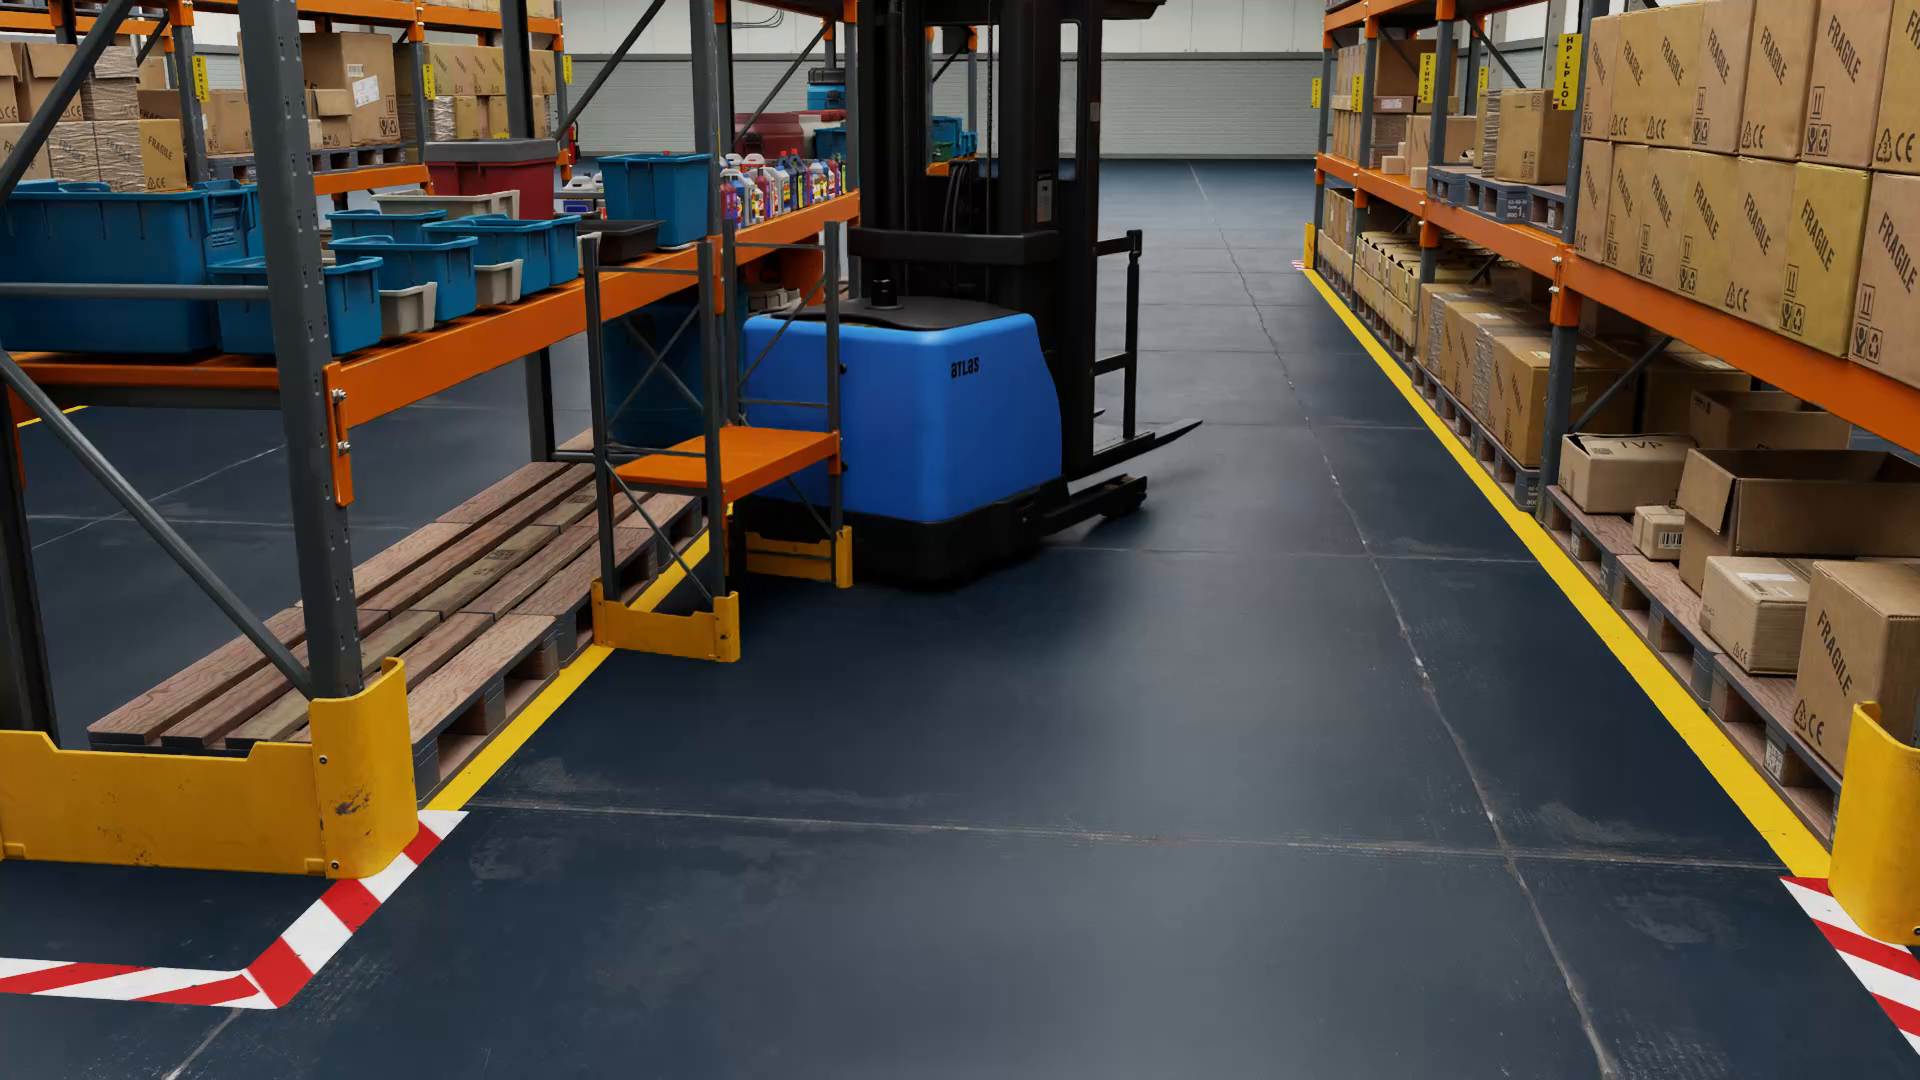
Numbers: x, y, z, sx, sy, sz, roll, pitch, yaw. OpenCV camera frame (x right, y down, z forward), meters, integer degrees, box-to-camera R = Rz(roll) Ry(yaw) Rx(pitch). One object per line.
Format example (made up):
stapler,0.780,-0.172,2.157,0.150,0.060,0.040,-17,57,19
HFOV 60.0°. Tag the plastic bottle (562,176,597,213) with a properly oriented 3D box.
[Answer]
plastic bottle,-1.938,-1.712,8.483,0.152,0.276,0.135,2,15,6

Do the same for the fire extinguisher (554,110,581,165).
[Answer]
fire extinguisher,-4.757,-4.897,20.173,0.296,0.674,0.183,2,15,6

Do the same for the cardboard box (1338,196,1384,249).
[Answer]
cardboard box,4.119,-3.211,16.817,0.500,0.500,0.500,2,15,6

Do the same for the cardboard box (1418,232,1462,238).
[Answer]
cardboard box,4.402,-2.620,14.995,0.500,0.311,0.500,2,15,6

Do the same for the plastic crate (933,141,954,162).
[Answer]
plastic crate,-0.325,-3.976,17.026,0.450,0.188,0.662,2,15,6

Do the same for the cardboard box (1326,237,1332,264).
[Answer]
cardboard box,4.223,-3.109,17.875,0.500,0.250,0.500,2,15,6

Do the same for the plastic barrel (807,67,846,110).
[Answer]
plastic barrel,-1.103,-3.885,15.324,0.600,0.901,0.708,2,15,6

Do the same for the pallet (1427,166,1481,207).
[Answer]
pallet,3.705,-2.280,10.715,1.213,0.211,1.003,2,15,6

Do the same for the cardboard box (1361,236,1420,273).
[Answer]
cardboard box,3.807,-2.504,14.566,0.500,0.311,0.500,2,15,6

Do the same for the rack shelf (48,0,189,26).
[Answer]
rack shelf,-6.357,-3.425,10.214,1.077,0.370,4.000,2,15,6

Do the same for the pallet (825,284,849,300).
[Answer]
pallet,-0.808,-2.184,15.334,1.003,0.211,1.213,2,15,6

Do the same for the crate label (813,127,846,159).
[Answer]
crate label,-0.829,-2.964,12.810,0.502,0.435,0.616,2,15,6

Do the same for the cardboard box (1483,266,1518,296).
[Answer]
cardboard box,4.063,-1.824,12.049,0.500,0.311,0.500,2,15,8

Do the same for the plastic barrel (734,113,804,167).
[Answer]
plastic barrel,-1.458,-2.892,12.351,0.600,0.536,0.708,2,15,6

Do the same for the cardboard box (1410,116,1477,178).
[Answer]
cardboard box,3.944,-3.171,13.451,0.500,0.500,0.500,2,15,6

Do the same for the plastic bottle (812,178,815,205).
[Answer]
plastic bottle,-0.965,-2.218,10.499,0.097,0.201,0.097,0,15,0

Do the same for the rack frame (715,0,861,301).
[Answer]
rack frame,-1.210,-2.697,11.891,1.000,3.000,0.127,2,15,6

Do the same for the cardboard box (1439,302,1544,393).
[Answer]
cardboard box,3.261,-1.181,10.228,0.500,0.500,0.500,1,15,6

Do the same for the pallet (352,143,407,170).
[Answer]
pallet,-5.910,-3.594,15.575,1.003,0.211,1.213,2,15,6

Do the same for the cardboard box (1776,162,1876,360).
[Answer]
cardboard box,2.644,-0.783,4.618,0.500,0.500,0.500,2,15,7

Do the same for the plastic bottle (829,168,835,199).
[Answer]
plastic bottle,-0.889,-2.395,11.152,0.097,0.201,0.097,0,15,0

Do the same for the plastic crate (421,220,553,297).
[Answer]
plastic crate,-1.609,-0.966,5.695,0.416,0.233,0.300,2,15,6

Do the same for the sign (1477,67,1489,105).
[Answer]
sign,4.703,-4.095,14.994,0.100,0.325,0.005,2,15,6

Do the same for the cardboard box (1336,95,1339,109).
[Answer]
cardboard box,4.300,-4.758,18.078,0.380,0.149,0.250,2,15,6

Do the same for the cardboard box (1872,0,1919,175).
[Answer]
cardboard box,2.586,-1.130,3.988,0.500,0.500,0.500,2,15,6

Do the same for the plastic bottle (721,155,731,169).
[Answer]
plastic bottle,-1.620,-2.503,11.419,0.097,0.271,0.097,0,15,0

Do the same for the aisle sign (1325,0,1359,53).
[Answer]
aisle sign,4.317,-5.906,18.778,0.394,0.787,0.004,2,15,6

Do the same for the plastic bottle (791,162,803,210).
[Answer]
plastic bottle,-0.996,-2.145,10.070,0.061,0.283,0.133,2,15,6

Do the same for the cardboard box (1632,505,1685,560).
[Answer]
cardboard box,2.910,-0.031,6.613,0.380,0.166,0.250,2,15,6

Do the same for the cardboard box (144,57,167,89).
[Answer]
cardboard box,-10.225,-5.589,20.229,0.875,0.550,0.550,2,15,6

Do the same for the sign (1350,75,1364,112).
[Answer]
sign,3.611,-4.060,15.120,0.100,0.325,0.005,2,15,6

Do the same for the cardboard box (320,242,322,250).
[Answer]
cardboard box,-5.968,-2.315,14.422,0.700,0.500,0.500,3,15,11

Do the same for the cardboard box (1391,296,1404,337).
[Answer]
cardboard box,3.583,-1.703,12.678,0.500,0.250,0.500,2,15,6

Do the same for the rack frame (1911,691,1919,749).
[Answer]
rack frame,2.809,-0.476,3.674,1.000,3.000,0.127,2,15,6

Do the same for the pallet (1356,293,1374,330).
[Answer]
pallet,4.119,-2.050,14.837,1.003,0.211,1.213,2,15,6

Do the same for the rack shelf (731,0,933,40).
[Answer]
rack shelf,-0.984,-4.317,13.511,1.077,0.370,4.000,2,15,6

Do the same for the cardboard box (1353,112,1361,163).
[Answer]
cardboard box,4.320,-4.018,16.585,0.700,0.500,0.500,2,15,7

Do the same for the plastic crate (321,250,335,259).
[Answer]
plastic crate,-2.131,-0.966,5.878,0.298,0.136,0.250,2,15,6

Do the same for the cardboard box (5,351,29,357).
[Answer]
cardboard box,-6.430,-1.381,10.289,1.225,0.875,0.875,1,15,4

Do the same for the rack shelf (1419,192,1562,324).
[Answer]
rack shelf,3.486,-1.684,9.523,1.077,0.370,4.000,2,15,6

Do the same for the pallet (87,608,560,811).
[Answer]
pallet,-1.981,0.511,5.368,1.003,0.211,1.213,2,15,6

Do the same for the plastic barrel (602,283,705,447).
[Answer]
plastic barrel,-1.583,-0.990,8.793,0.600,0.901,0.708,2,15,6

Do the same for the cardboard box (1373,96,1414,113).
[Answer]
cardboard box,3.981,-4.026,15.371,0.380,0.149,0.250,2,15,6

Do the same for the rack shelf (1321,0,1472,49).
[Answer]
rack shelf,4.389,-5.207,16.805,1.077,0.370,4.000,2,15,6

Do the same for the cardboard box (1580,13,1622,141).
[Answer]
cardboard box,2.928,-1.930,6.946,0.500,0.500,0.500,2,15,8

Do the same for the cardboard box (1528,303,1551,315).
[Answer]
cardboard box,3.781,-1.172,10.197,0.500,0.500,0.500,1,15,4

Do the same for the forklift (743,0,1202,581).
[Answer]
forklift,0.269,-1.580,7.890,1.130,2.935,3.031,9,18,31

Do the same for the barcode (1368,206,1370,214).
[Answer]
barcode,3.721,-3.003,15.128,0.001,0.075,0.075,2,15,6

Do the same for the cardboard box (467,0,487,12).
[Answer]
cardboard box,-5.253,-5.631,17.282,0.500,0.250,0.500,1,15,4

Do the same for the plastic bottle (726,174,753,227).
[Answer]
plastic bottle,-1.189,-1.804,8.824,0.152,0.276,0.135,2,15,6

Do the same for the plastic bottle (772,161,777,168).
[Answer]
plastic bottle,-1.124,-2.183,10.214,0.061,0.283,0.133,2,15,6

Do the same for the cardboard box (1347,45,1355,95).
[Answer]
cardboard box,4.433,-4.898,17.353,0.700,0.500,0.500,2,15,6

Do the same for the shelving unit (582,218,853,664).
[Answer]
shelving unit,-0.909,-0.434,6.394,0.587,1.500,1.083,6,16,20

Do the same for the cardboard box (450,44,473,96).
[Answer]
cardboard box,-5.321,-4.794,16.968,0.500,0.500,0.500,2,15,6

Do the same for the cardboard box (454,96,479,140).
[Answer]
cardboard box,-5.476,-4.316,17.116,0.875,0.500,0.500,2,15,6

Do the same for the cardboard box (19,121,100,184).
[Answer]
cardboard box,-6.058,-2.492,10.941,0.500,0.500,0.500,1,15,4

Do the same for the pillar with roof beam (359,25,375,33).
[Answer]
pillar with roof beam,-13.319,-15.751,48.673,9.100,9.000,0.400,2,15,6
